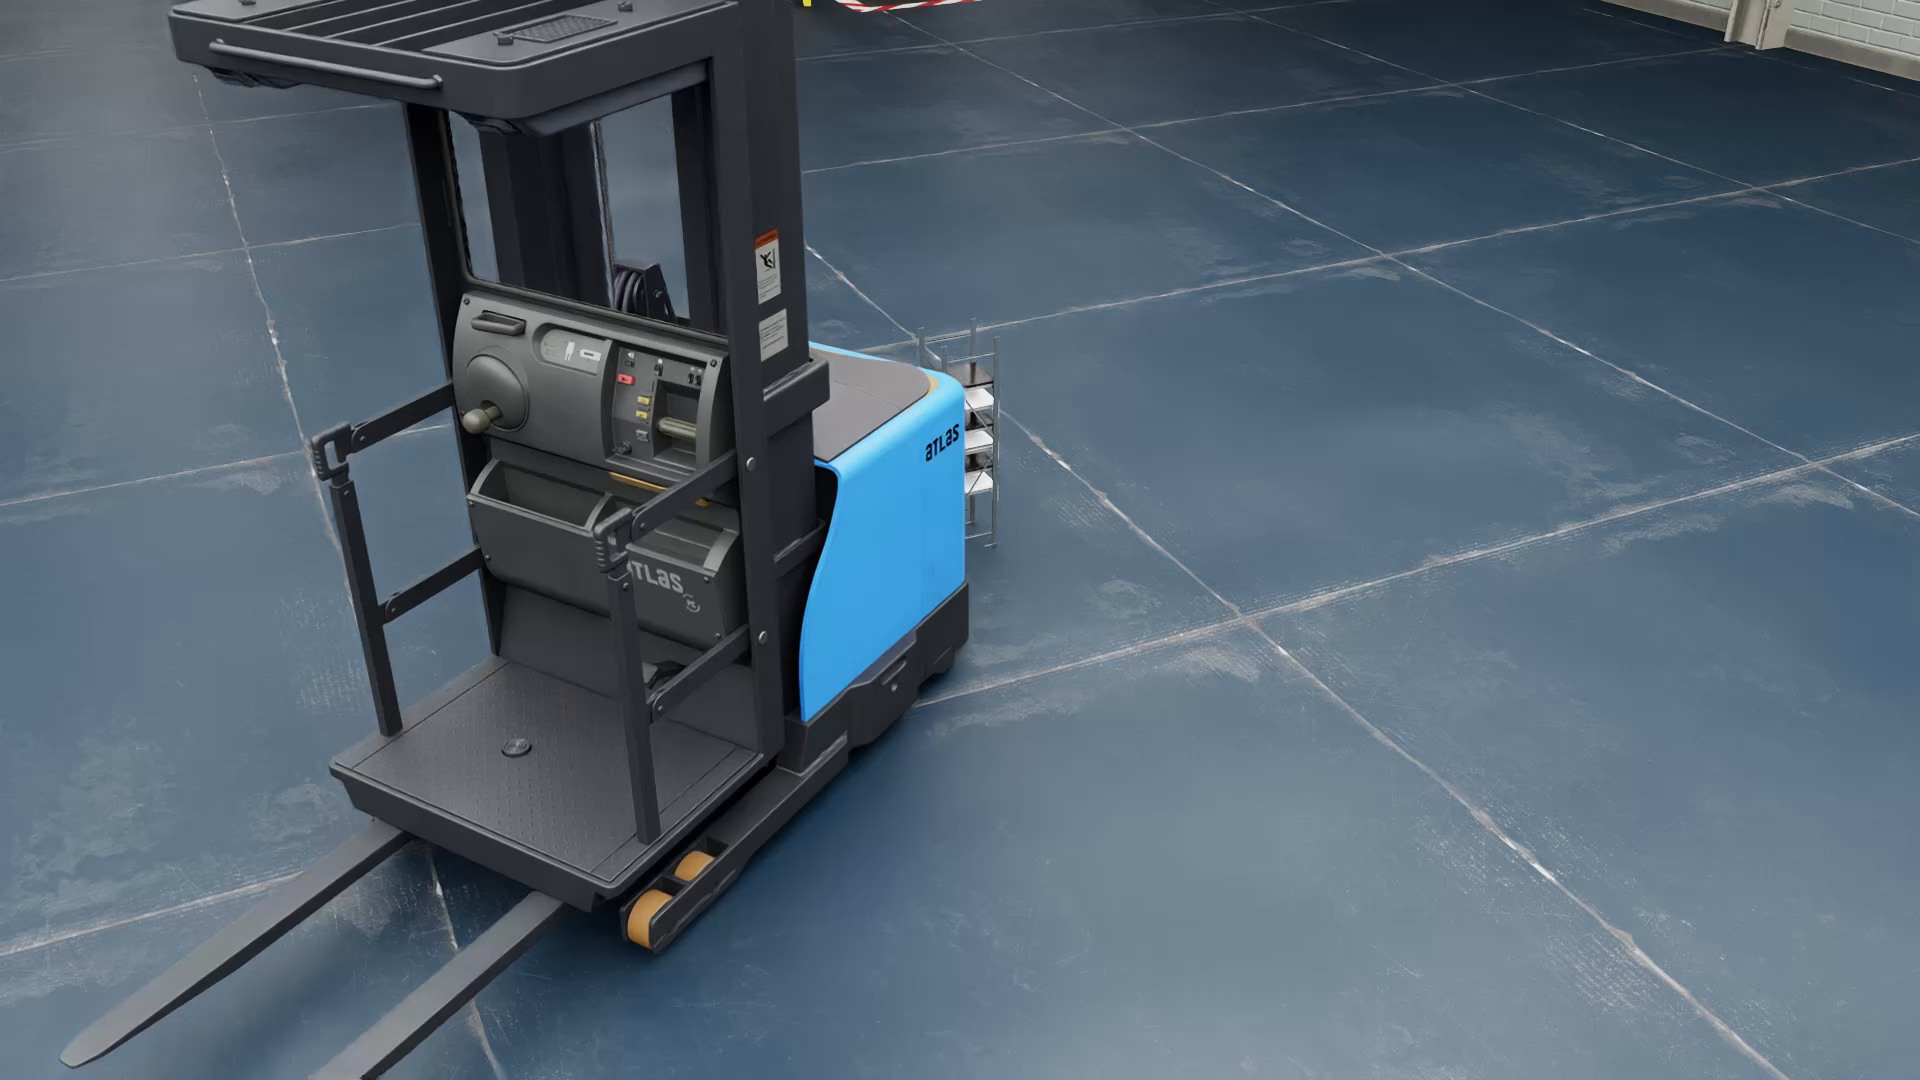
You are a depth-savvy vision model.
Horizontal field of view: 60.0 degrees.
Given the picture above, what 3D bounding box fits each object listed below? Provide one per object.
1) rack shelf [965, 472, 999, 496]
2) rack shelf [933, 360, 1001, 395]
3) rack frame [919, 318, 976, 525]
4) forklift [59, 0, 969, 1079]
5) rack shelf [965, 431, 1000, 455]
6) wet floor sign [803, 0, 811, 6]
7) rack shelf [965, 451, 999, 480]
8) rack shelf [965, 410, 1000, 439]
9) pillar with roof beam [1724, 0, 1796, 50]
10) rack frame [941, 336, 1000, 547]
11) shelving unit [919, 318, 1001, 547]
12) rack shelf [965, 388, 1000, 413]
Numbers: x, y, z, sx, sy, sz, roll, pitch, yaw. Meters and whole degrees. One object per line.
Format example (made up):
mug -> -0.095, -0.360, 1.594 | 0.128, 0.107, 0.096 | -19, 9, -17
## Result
rack shelf -> -0.003, -0.210, 6.641 | 0.258, 0.077, 0.200 | -13, 32, -22
rack shelf -> -0.003, -0.603, 6.421 | 0.258, 0.077, 0.200 | -13, 32, -22
rack frame -> -0.047, -0.441, 6.616 | 0.240, 0.900, 0.006 | -13, 32, -22
forklift -> -1.145, -0.380, 4.431 | 1.130, 2.935, 3.031 | 16, 33, 26
rack shelf -> -0.003, -0.367, 6.553 | 0.258, 0.077, 0.200 | -13, 32, -22
wet floor sign -> -1.557, -5.397, 15.715 | 0.267, 0.644, 0.232 | -3, 29, -5
rack shelf -> -0.003, -0.289, 6.597 | 0.258, 0.077, 0.200 | -13, 32, -22
rack shelf -> -0.003, -0.446, 6.509 | 0.258, 0.077, 0.200 | -13, 32, -22
pillar with roof beam -> 3.012, -7.336, 10.632 | 9.100, 9.000, 0.400 | -13, 32, -22
rack frame -> 0.040, -0.351, 6.456 | 0.240, 0.900, 0.006 | -13, 32, -22
shelving unit -> -0.003, -0.396, 6.536 | 0.258, 0.900, 0.210 | -13, 32, -22
rack shelf -> -0.003, -0.524, 6.465 | 0.258, 0.077, 0.200 | -13, 32, -22
